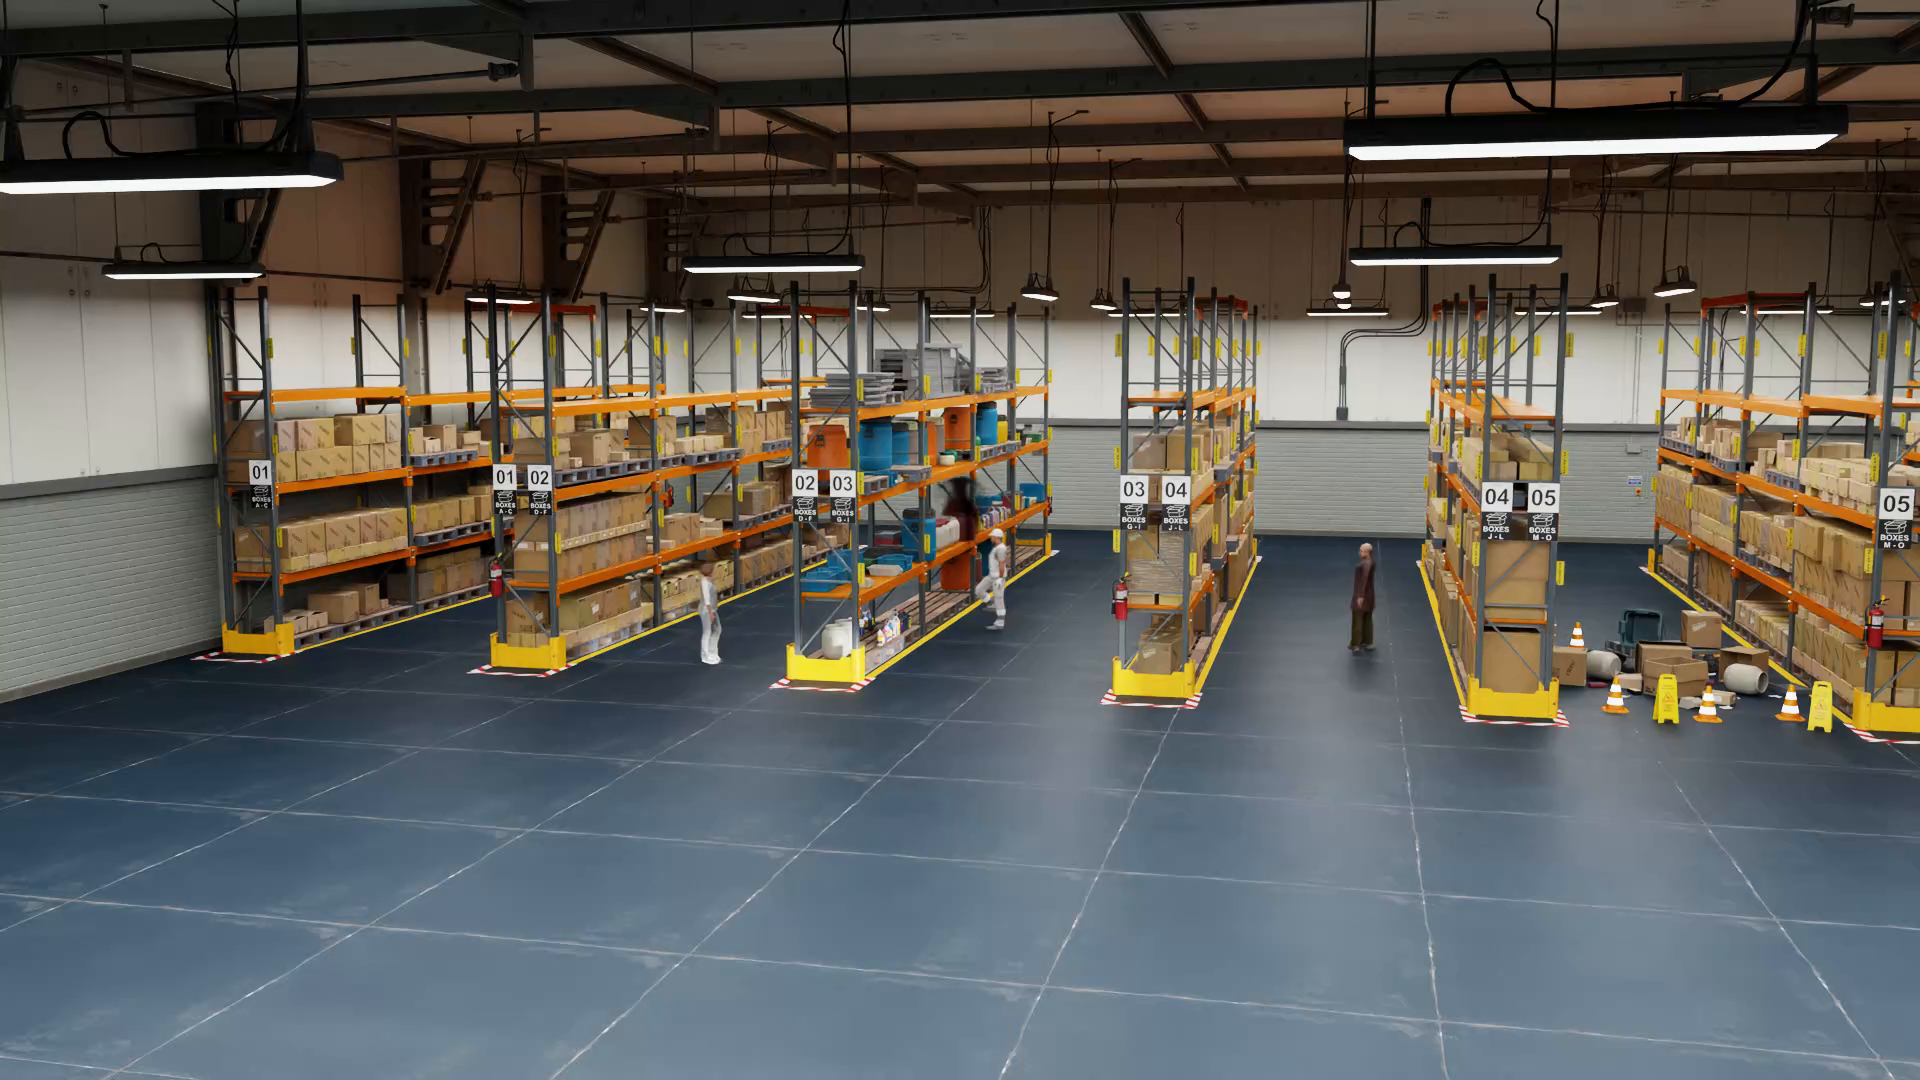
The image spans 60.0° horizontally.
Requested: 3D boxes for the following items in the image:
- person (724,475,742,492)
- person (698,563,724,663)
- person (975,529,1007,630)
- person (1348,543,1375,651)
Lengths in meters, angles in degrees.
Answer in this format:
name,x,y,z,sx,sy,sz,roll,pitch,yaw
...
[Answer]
name,x,y,z,sx,sy,sz,roll,pitch,yaw
person,-6.017,-0.948,44.489,0.629,1.660,0.923,1,7,8
person,-4.004,1.185,26.541,0.358,1.646,0.432,1,7,11
person,0.555,0.691,29.725,0.555,1.790,0.615,-1,7,-10
person,6.710,1.001,27.699,0.439,1.689,0.591,5,8,38
